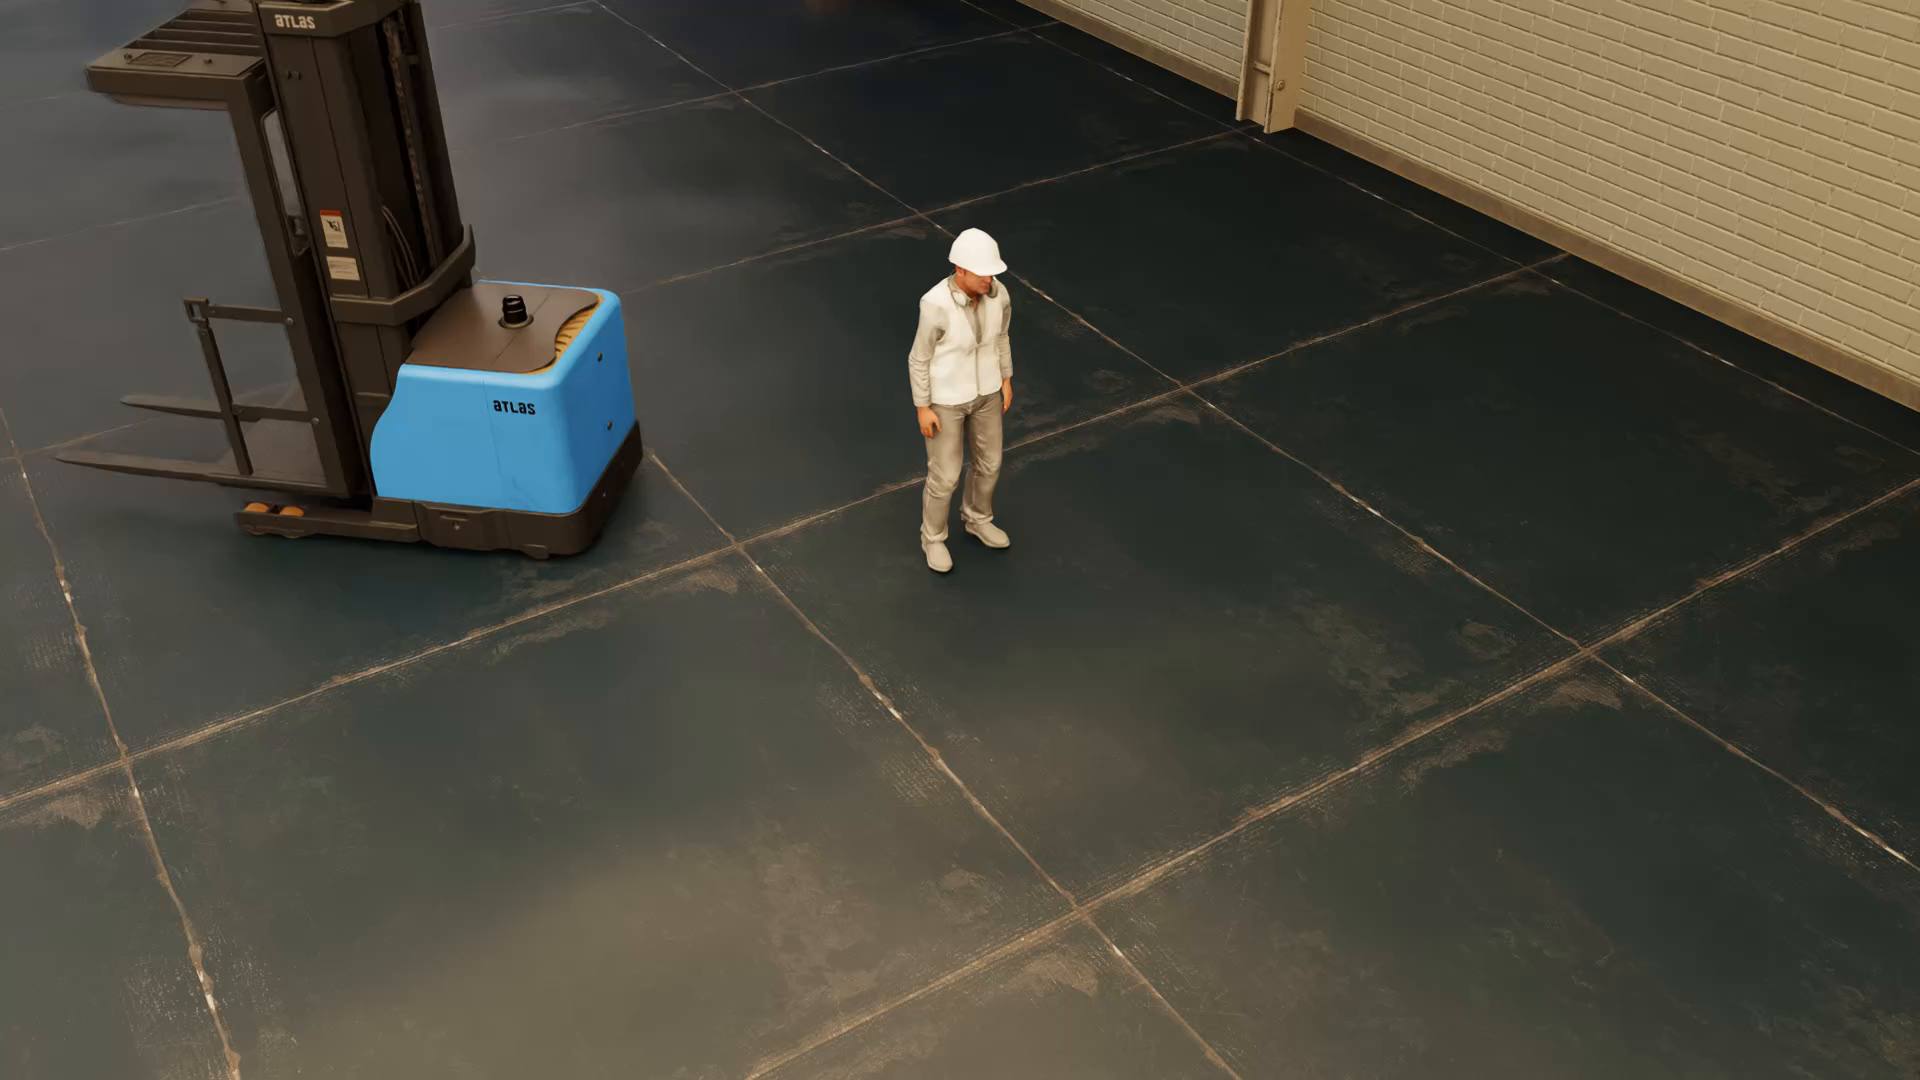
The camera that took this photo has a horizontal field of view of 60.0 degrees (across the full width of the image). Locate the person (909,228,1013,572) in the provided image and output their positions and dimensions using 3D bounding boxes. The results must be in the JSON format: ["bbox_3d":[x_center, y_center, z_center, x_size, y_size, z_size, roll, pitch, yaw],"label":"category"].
[{"bbox_3d":[0.021,-0.715,8.176,0.580,1.770,0.463,-22,41,-28],"label":"person"}]

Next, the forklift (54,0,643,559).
[{"bbox_3d":[-3.324,-1.500,8.283,3.031,2.935,1.130,6,35,8],"label":"forklift"}]
